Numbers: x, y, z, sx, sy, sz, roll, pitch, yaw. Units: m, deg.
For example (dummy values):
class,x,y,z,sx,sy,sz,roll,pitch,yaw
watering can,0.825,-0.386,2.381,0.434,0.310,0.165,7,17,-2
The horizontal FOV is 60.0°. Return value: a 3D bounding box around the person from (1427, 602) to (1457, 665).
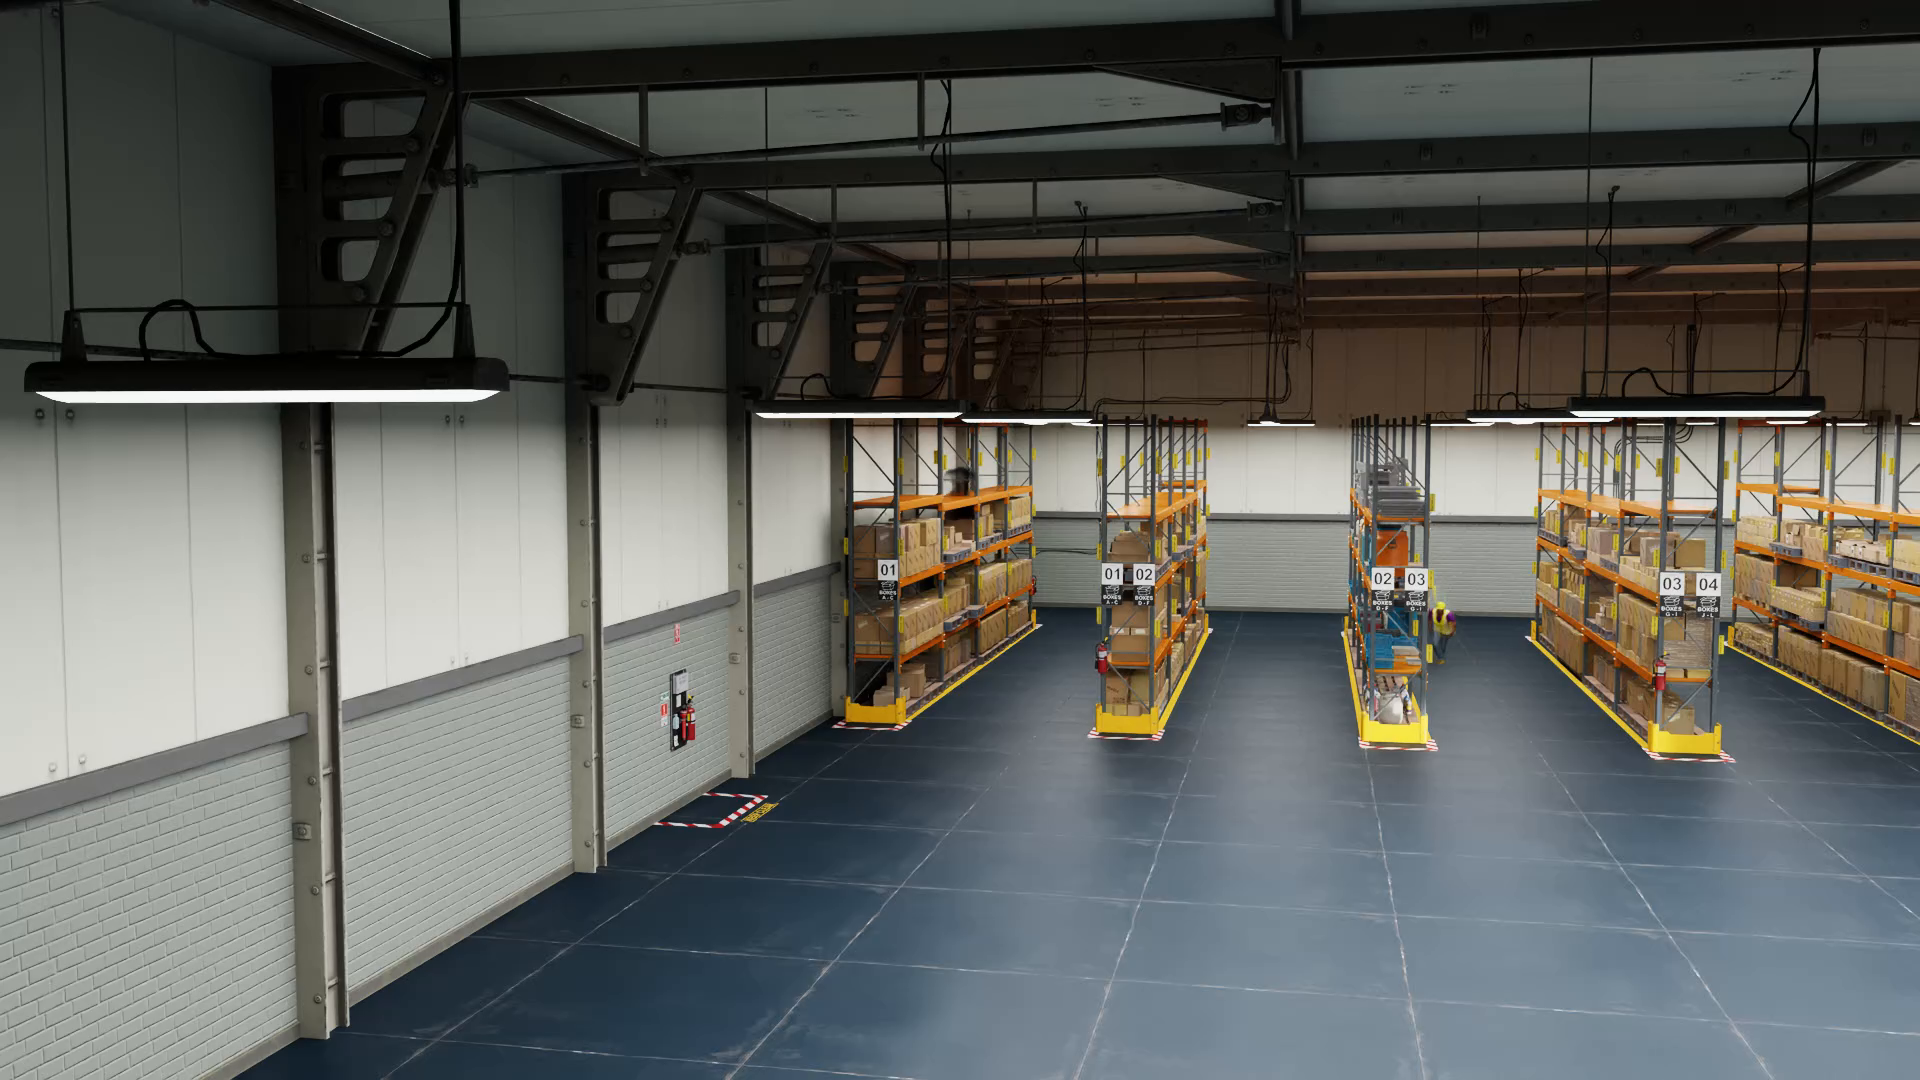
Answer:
class,x,y,z,sx,sy,sz,roll,pitch,yaw
person,11.741,2.254,40.469,0.711,1.566,1.034,2,4,23
